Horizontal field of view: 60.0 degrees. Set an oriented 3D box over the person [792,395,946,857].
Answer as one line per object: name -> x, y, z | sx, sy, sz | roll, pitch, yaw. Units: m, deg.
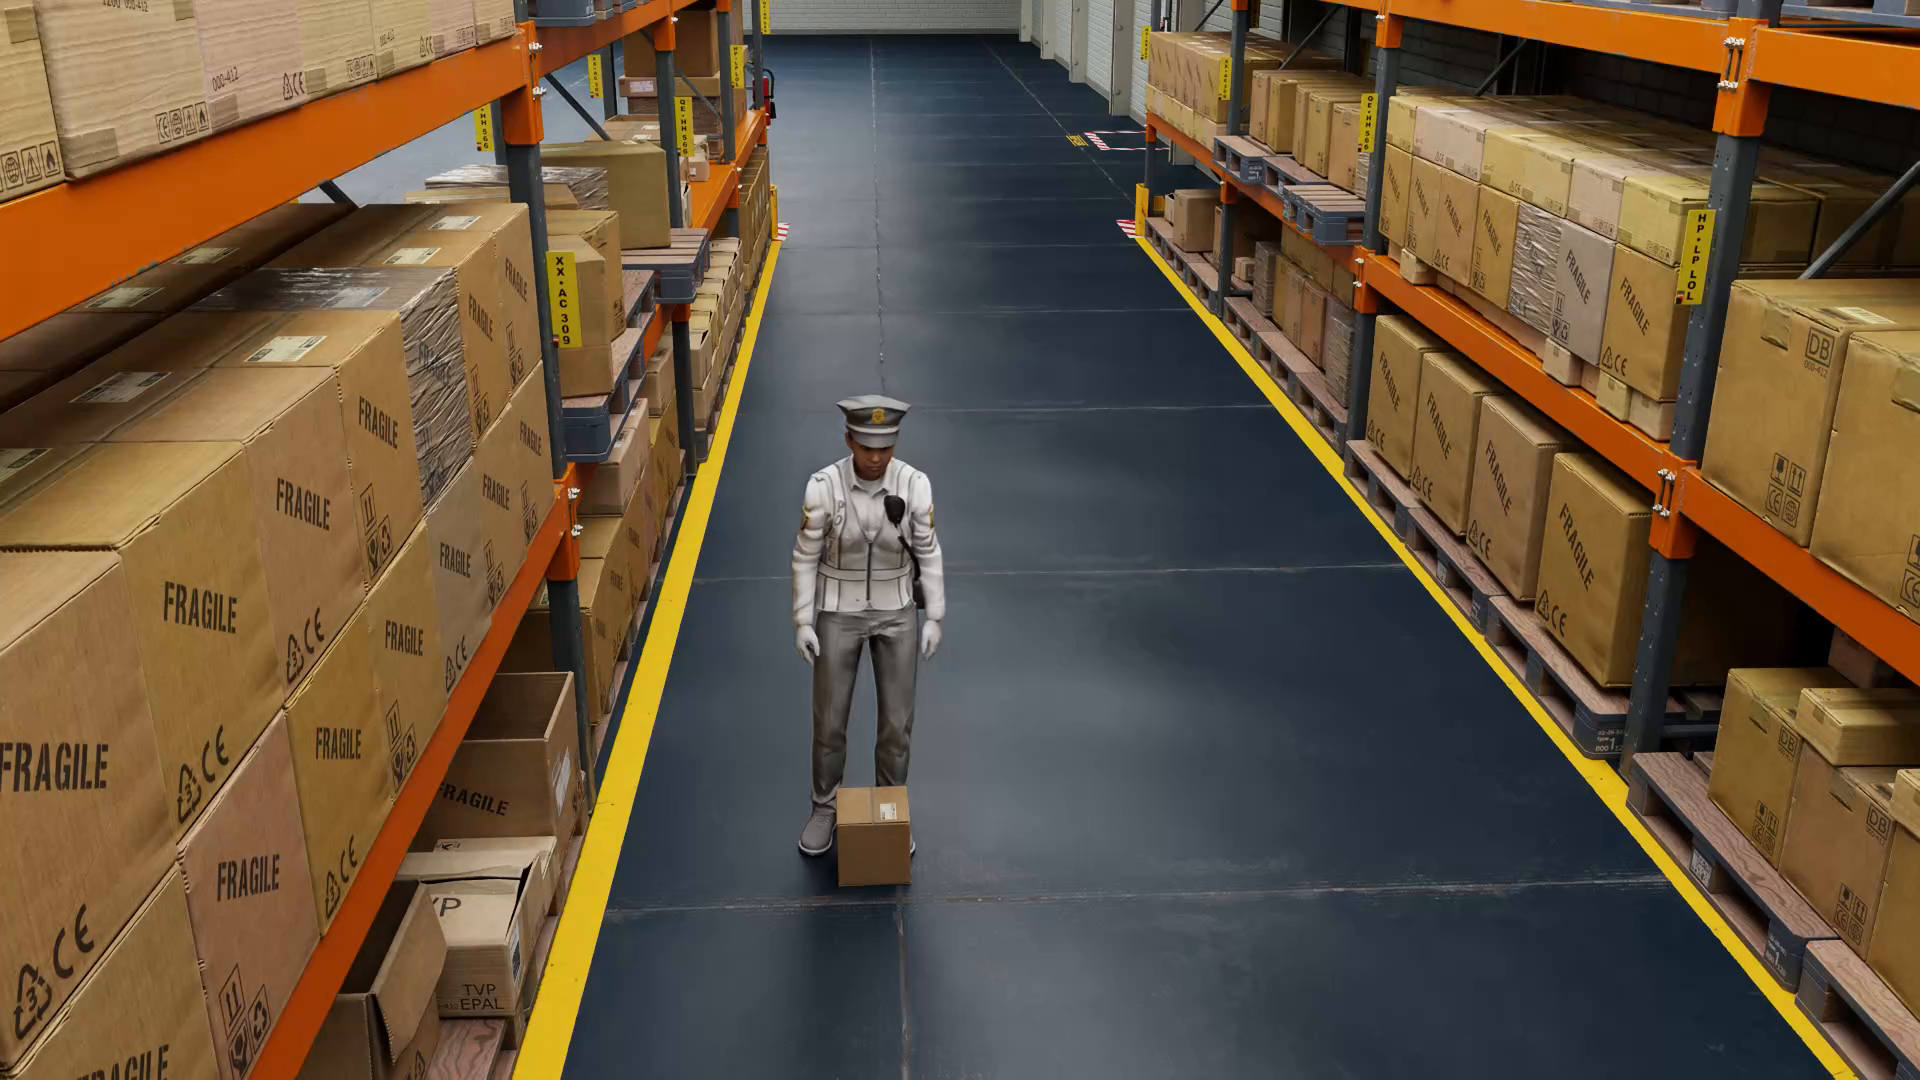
person -> -0.317, 0.296, 5.782 | 0.543, 1.662, 0.416 | -2, 21, -6
